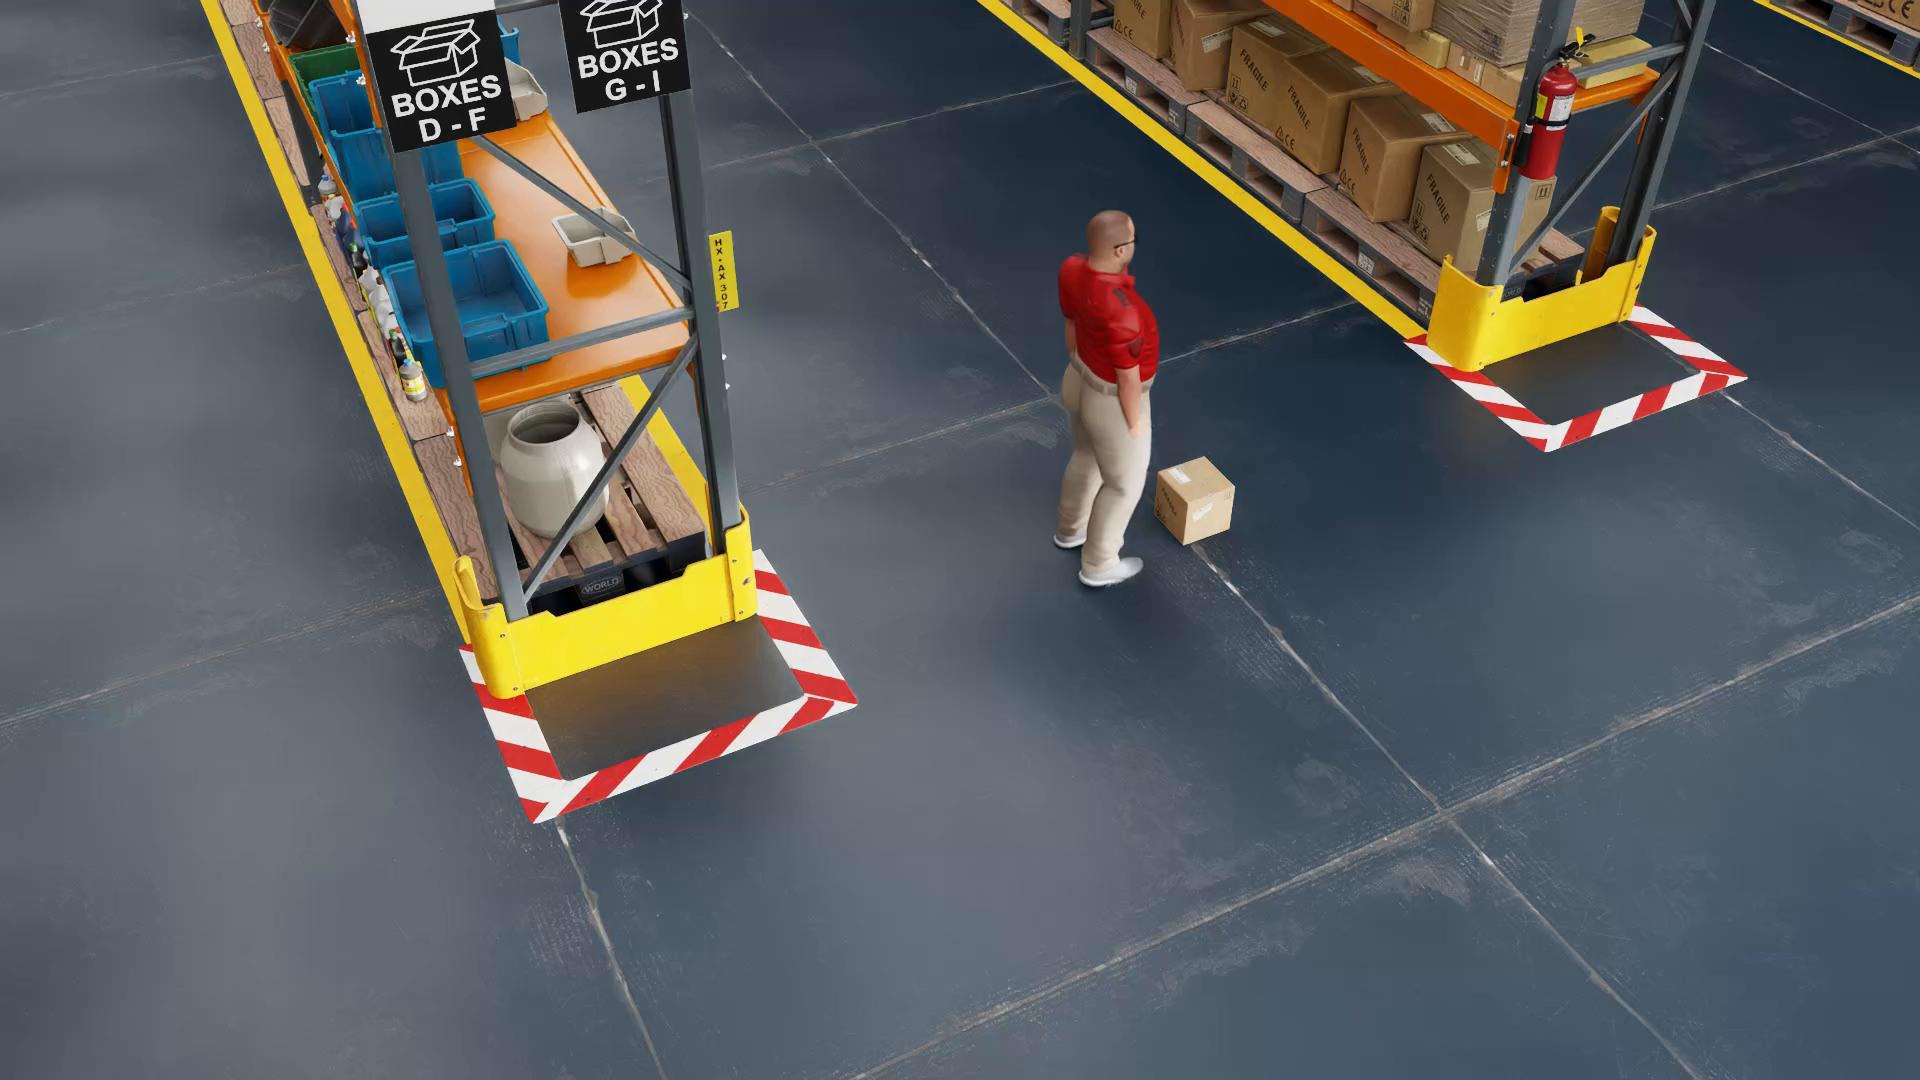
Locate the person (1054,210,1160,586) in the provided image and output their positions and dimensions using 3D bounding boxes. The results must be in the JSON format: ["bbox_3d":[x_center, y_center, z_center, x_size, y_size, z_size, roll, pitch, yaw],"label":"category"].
[{"bbox_3d":[0.616,-0.591,6.879,0.360,1.746,0.526,-18,44,-19],"label":"person"}]
